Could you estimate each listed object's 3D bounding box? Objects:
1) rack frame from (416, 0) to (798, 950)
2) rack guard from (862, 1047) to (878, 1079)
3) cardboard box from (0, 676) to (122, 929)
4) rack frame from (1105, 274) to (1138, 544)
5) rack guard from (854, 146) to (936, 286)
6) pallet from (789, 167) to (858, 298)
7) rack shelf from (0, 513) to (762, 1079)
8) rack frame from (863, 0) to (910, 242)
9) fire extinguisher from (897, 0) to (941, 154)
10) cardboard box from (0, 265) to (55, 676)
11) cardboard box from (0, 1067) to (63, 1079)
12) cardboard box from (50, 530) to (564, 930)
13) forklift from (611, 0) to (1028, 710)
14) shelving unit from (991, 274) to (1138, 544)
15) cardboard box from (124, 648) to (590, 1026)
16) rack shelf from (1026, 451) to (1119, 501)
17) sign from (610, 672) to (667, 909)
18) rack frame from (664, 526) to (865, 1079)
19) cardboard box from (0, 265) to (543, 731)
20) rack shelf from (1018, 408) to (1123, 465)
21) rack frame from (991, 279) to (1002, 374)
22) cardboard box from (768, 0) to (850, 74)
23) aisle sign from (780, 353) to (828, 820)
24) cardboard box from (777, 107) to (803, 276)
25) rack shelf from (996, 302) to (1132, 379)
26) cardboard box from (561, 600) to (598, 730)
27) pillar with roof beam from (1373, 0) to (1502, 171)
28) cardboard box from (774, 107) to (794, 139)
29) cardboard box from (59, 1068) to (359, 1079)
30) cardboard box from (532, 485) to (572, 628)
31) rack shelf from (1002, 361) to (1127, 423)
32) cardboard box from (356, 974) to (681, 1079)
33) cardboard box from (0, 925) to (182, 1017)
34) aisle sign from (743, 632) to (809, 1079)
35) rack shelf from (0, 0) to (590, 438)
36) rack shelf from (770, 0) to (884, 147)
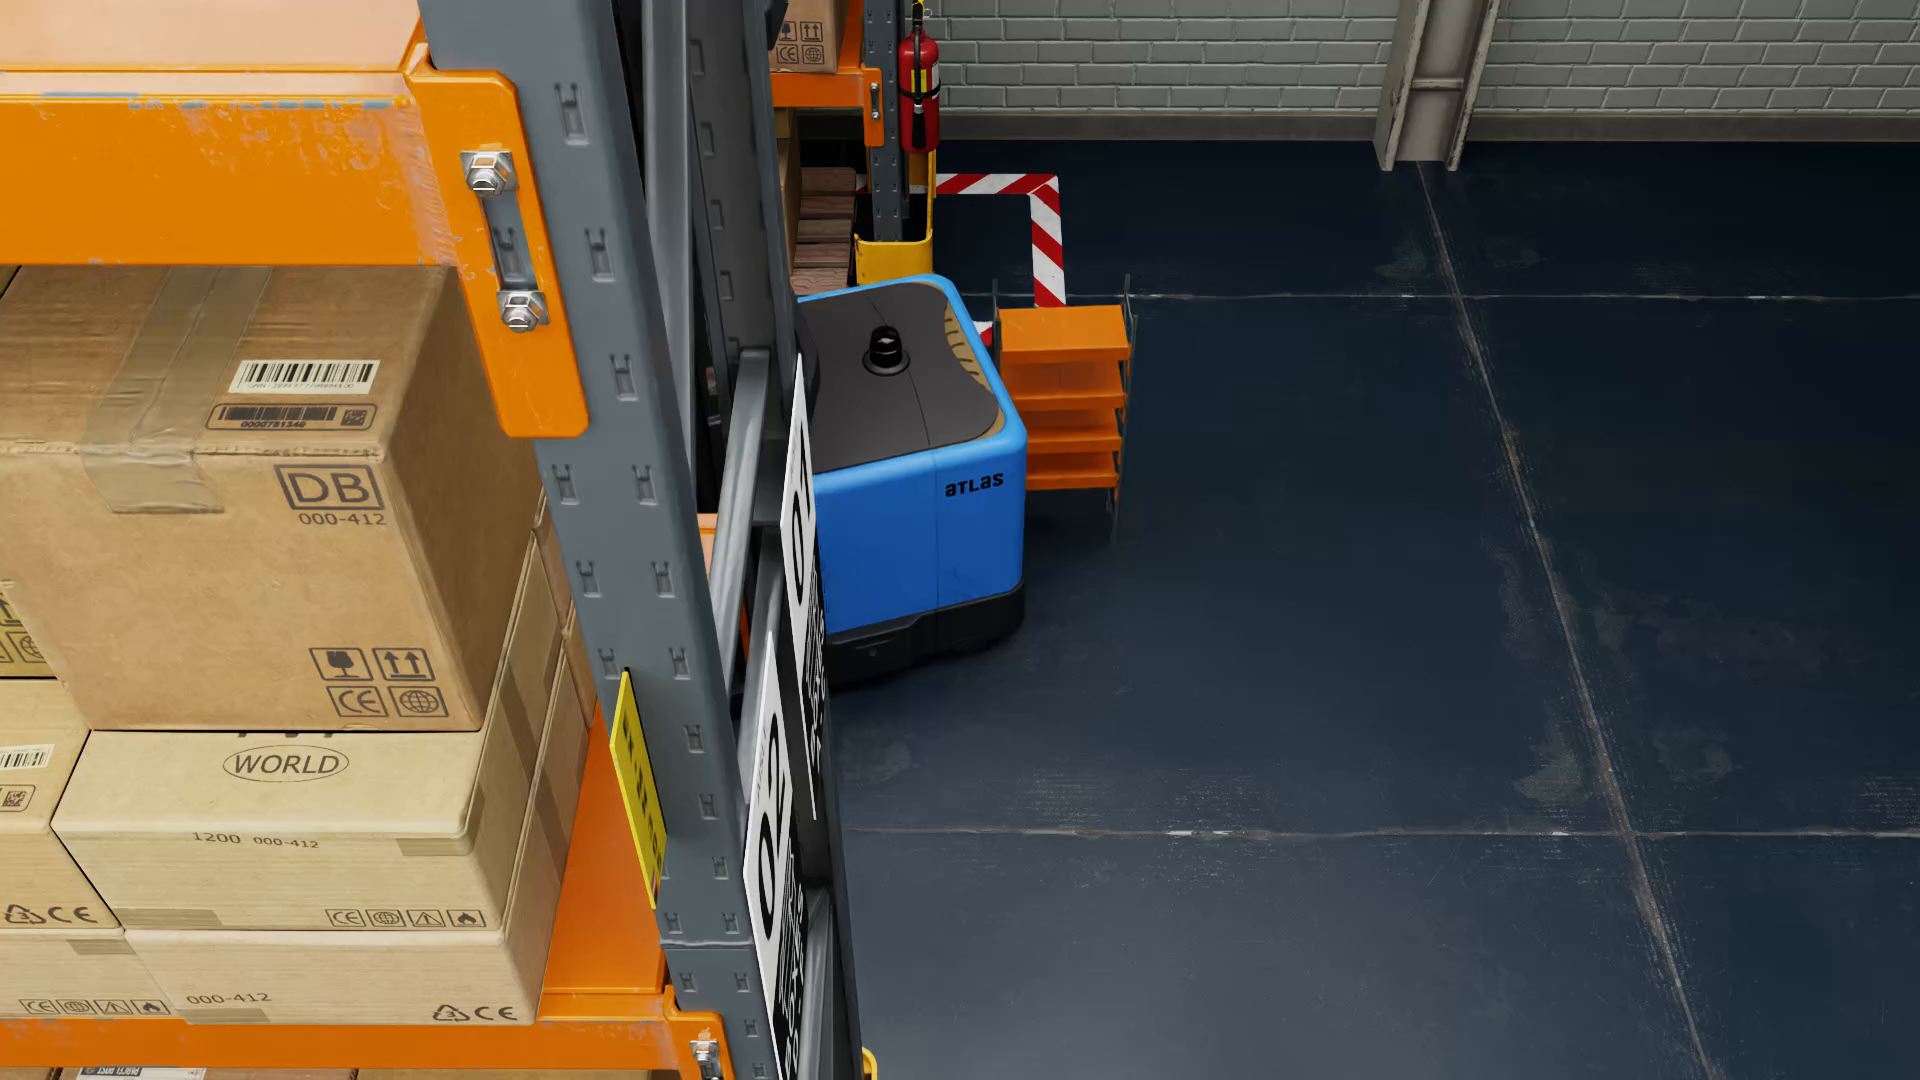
[{"bbox_3d":[-0.336,-0.841,1.466,0.127,3.000,1.000,0,47,0],"label":"rack frame"},{"bbox_3d":[-0.412,2.055,4.577,0.348,0.500,1.175,0,47,0],"label":"rack guard"},{"bbox_3d":[-1.350,0.246,2.264,0.500,0.250,0.500,0,47,0],"label":"cardboard box"},{"bbox_3d":[0.621,-0.479,6.457,0.015,1.200,0.240,-2,47,-2],"label":"rack frame"},{"bbox_3d":[-0.297,-1.571,7.951,0.348,0.500,1.175,0,47,0],"label":"rack guard"},{"bbox_3d":[-1.121,-1.417,8.006,1.213,0.211,1.003,0,47,0],"label":"pallet"},{"bbox_3d":[-2.336,0.421,2.832,4.000,0.370,1.077,0,47,0],"label":"rack shelf"},{"bbox_3d":[-0.321,-2.423,7.037,0.127,3.000,1.000,0,47,0],"label":"rack frame"},{"bbox_3d":[-0.172,-1.931,6.887,0.183,0.674,0.296,0,47,0],"label":"fire extinguisher"},{"bbox_3d":[-1.349,-0.246,2.210,0.500,0.500,0.700,0,47,0],"label":"cardboard box"},{"bbox_3d":[-1.805,1.030,3.071,0.500,0.500,0.500,1,47,1],"label":"cardboard box"},{"bbox_3d":[-0.850,0.247,2.263,0.500,0.250,0.500,0,47,0],"label":"cardboard box"},{"bbox_3d":[-1.327,-0.639,5.423,3.031,2.935,1.130,-13,48,-12],"label":"forklift"},{"bbox_3d":[0.378,-0.469,6.448,0.503,1.200,0.258,-2,47,-2],"label":"shelving unit"},{"bbox_3d":[-0.850,0.424,2.440,0.500,0.250,0.500,0,47,0],"label":"cardboard box"},{"bbox_3d":[0.378,-0.288,6.642,0.480,0.148,0.258,-2,47,-2],"label":"rack shelf"},{"bbox_3d":[-0.358,0.286,1.861,0.005,0.325,0.100,0,47,0],"label":"sign"},{"bbox_3d":[-0.336,1.203,3.661,0.127,3.000,1.000,0,47,0],"label":"rack frame"},{"bbox_3d":[-0.849,-0.183,2.151,0.500,0.500,0.700,0,47,0],"label":"cardboard box"},{"bbox_3d":[0.378,-0.423,6.497,0.480,0.148,0.258,-2,47,-2],"label":"rack shelf"},{"bbox_3d":[0.134,-0.459,6.438,0.015,1.200,0.240,-2,47,-2],"label":"rack frame"},{"bbox_3d":[-0.831,-2.519,6.921,0.700,0.700,0.980,2,47,2],"label":"cardboard box"},{"bbox_3d":[-0.266,0.103,2.910,0.004,0.787,0.394,0,47,0],"label":"aisle sign"},{"bbox_3d":[-1.021,-1.643,7.731,0.500,0.500,0.700,0,47,0],"label":"cardboard box"},{"bbox_3d":[0.378,-0.737,6.160,0.480,0.148,0.258,-2,47,-2],"label":"rack shelf"},{"bbox_3d":[-0.848,0.045,2.793,0.500,0.250,0.500,0,47,0],"label":"cardboard box"},{"bbox_3d":[2.366,-1.941,2.490,0.400,9.000,9.100,0,47,0],"label":"pillar with roof beam"},{"bbox_3d":[-0.895,-2.010,7.630,0.250,0.149,0.380,0,47,0],"label":"cardboard box"},{"bbox_3d":[-1.287,1.028,3.073,0.500,0.500,0.500,1,47,1],"label":"cardboard box"},{"bbox_3d":[-0.848,-0.130,2.614,0.500,0.250,0.500,0,47,0],"label":"cardboard box"},{"bbox_3d":[0.378,-0.576,6.333,0.480,0.148,0.258,-2,47,-2],"label":"rack shelf"},{"bbox_3d":[-0.782,1.029,3.073,0.500,0.500,0.500,0,47,0],"label":"cardboard box"},{"bbox_3d":[-1.350,0.415,2.449,0.500,0.250,0.500,0,47,0],"label":"cardboard box"},{"bbox_3d":[-0.268,0.542,2.501,0.004,0.787,0.394,0,47,0],"label":"aisle sign"},{"bbox_3d":[-2.336,-0.600,1.735,4.000,0.370,1.077,0,47,0],"label":"rack shelf"},{"bbox_3d":[-2.321,-2.183,7.305,4.000,0.370,1.077,0,47,0],"label":"rack shelf"}]
